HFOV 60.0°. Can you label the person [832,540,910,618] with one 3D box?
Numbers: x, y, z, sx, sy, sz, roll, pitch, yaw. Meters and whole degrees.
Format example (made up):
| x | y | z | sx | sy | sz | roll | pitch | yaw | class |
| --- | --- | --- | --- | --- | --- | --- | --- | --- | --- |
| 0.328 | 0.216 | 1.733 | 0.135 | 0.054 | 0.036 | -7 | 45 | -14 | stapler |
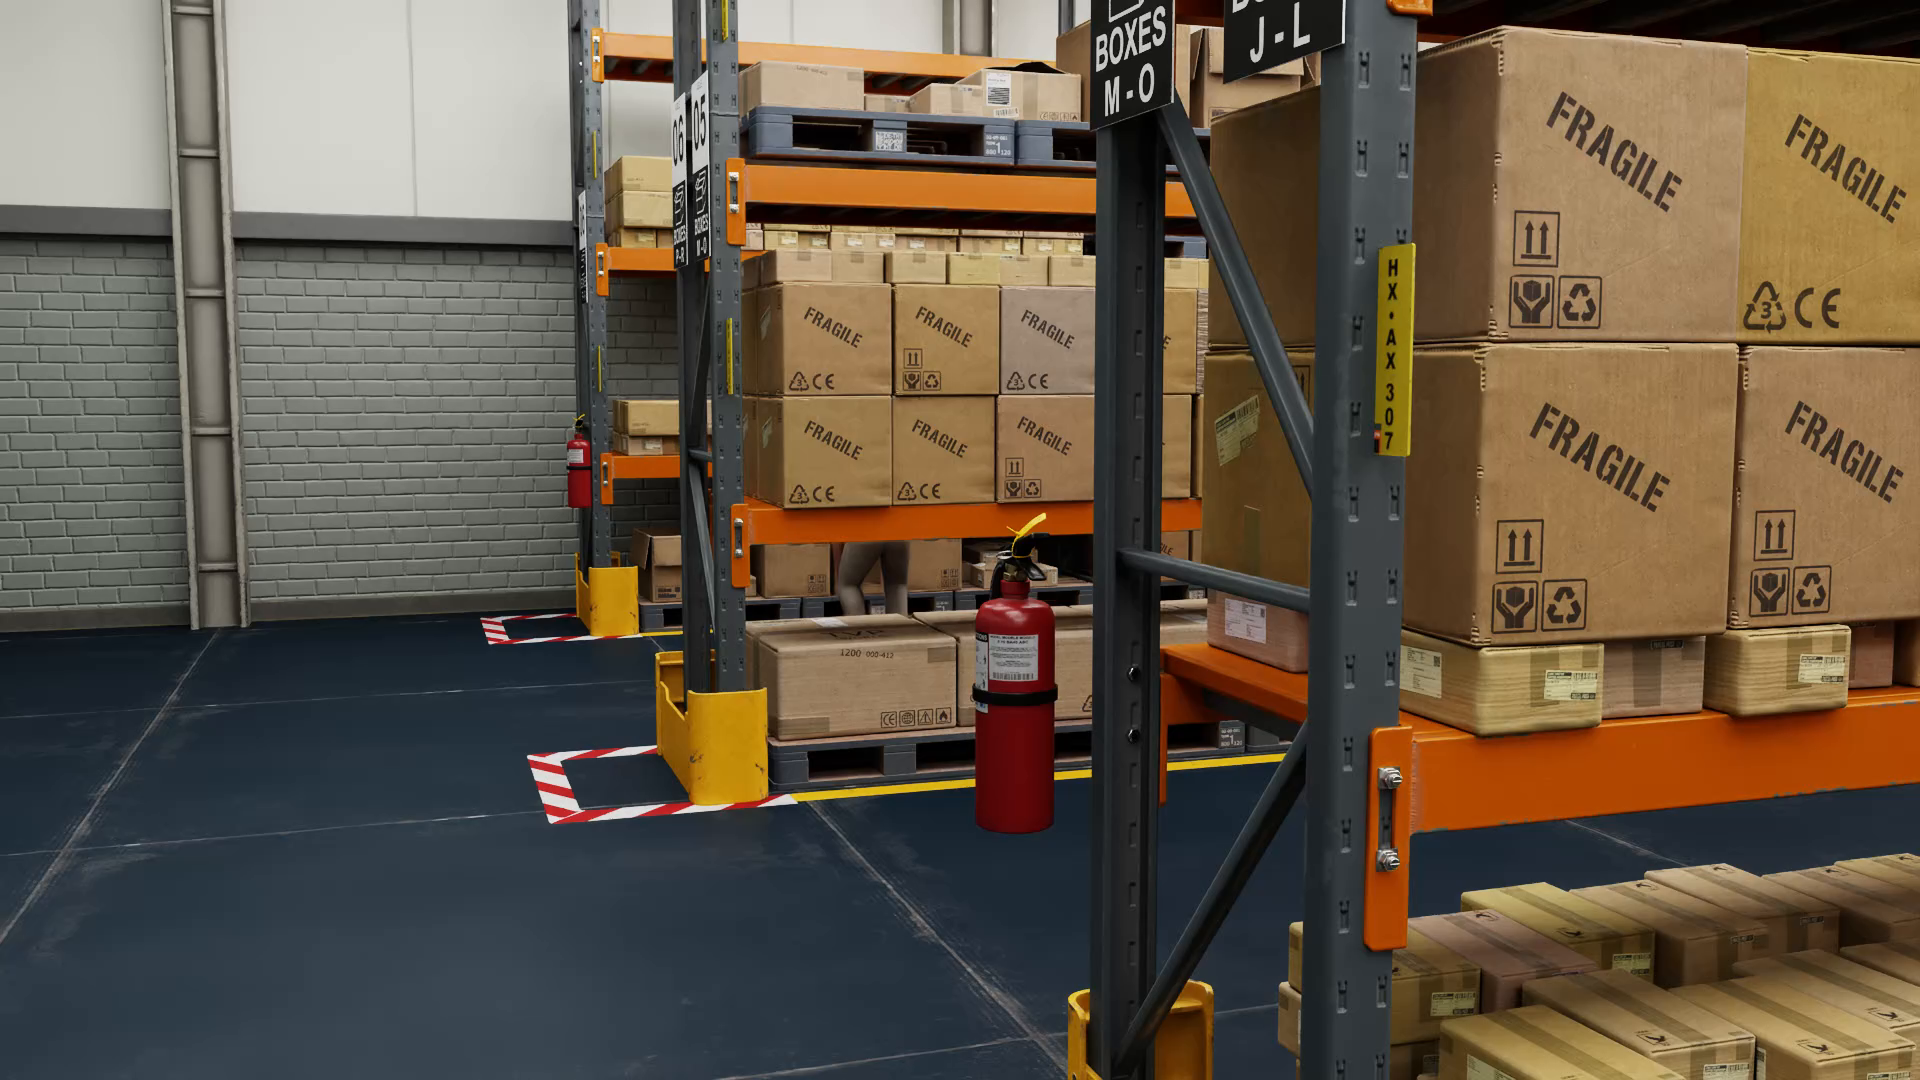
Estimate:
| x | y | z | sx | sy | sz | roll | pitch | yaw | class |
| --- | --- | --- | --- | --- | --- | --- | --- | --- | --- |
| -0.637 | 0.120 | 11.385 | 0.495 | 1.302 | 0.898 | -2 | 6 | -21 | person |
